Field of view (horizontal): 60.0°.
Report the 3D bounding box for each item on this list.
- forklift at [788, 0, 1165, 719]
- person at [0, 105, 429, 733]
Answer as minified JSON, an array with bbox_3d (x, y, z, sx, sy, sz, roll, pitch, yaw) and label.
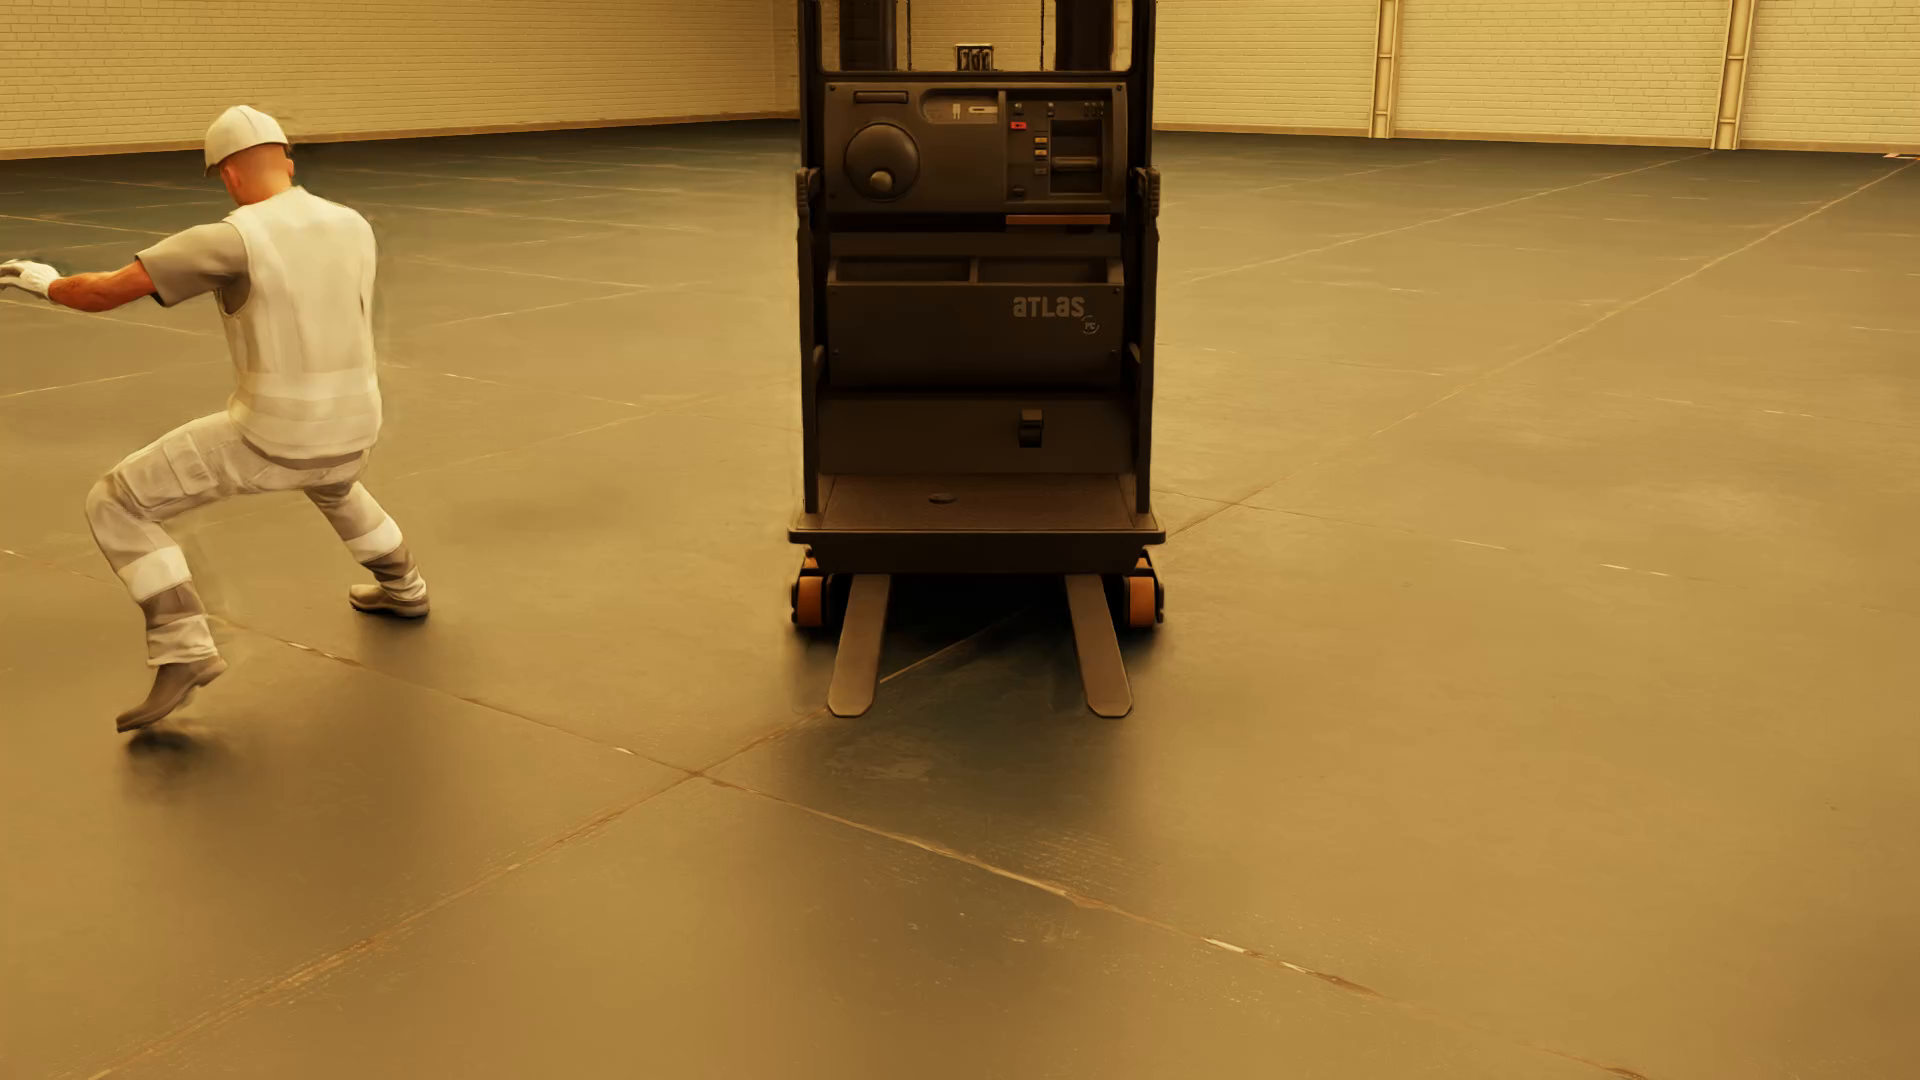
[{"bbox_3d":[0.050,-1.220,4.914,1.130,2.935,3.031,0,17,0],"label":"forklift"},{"bbox_3d":[-1.917,-0.379,4.508,0.711,1.548,1.136,10,19,29],"label":"person"}]
